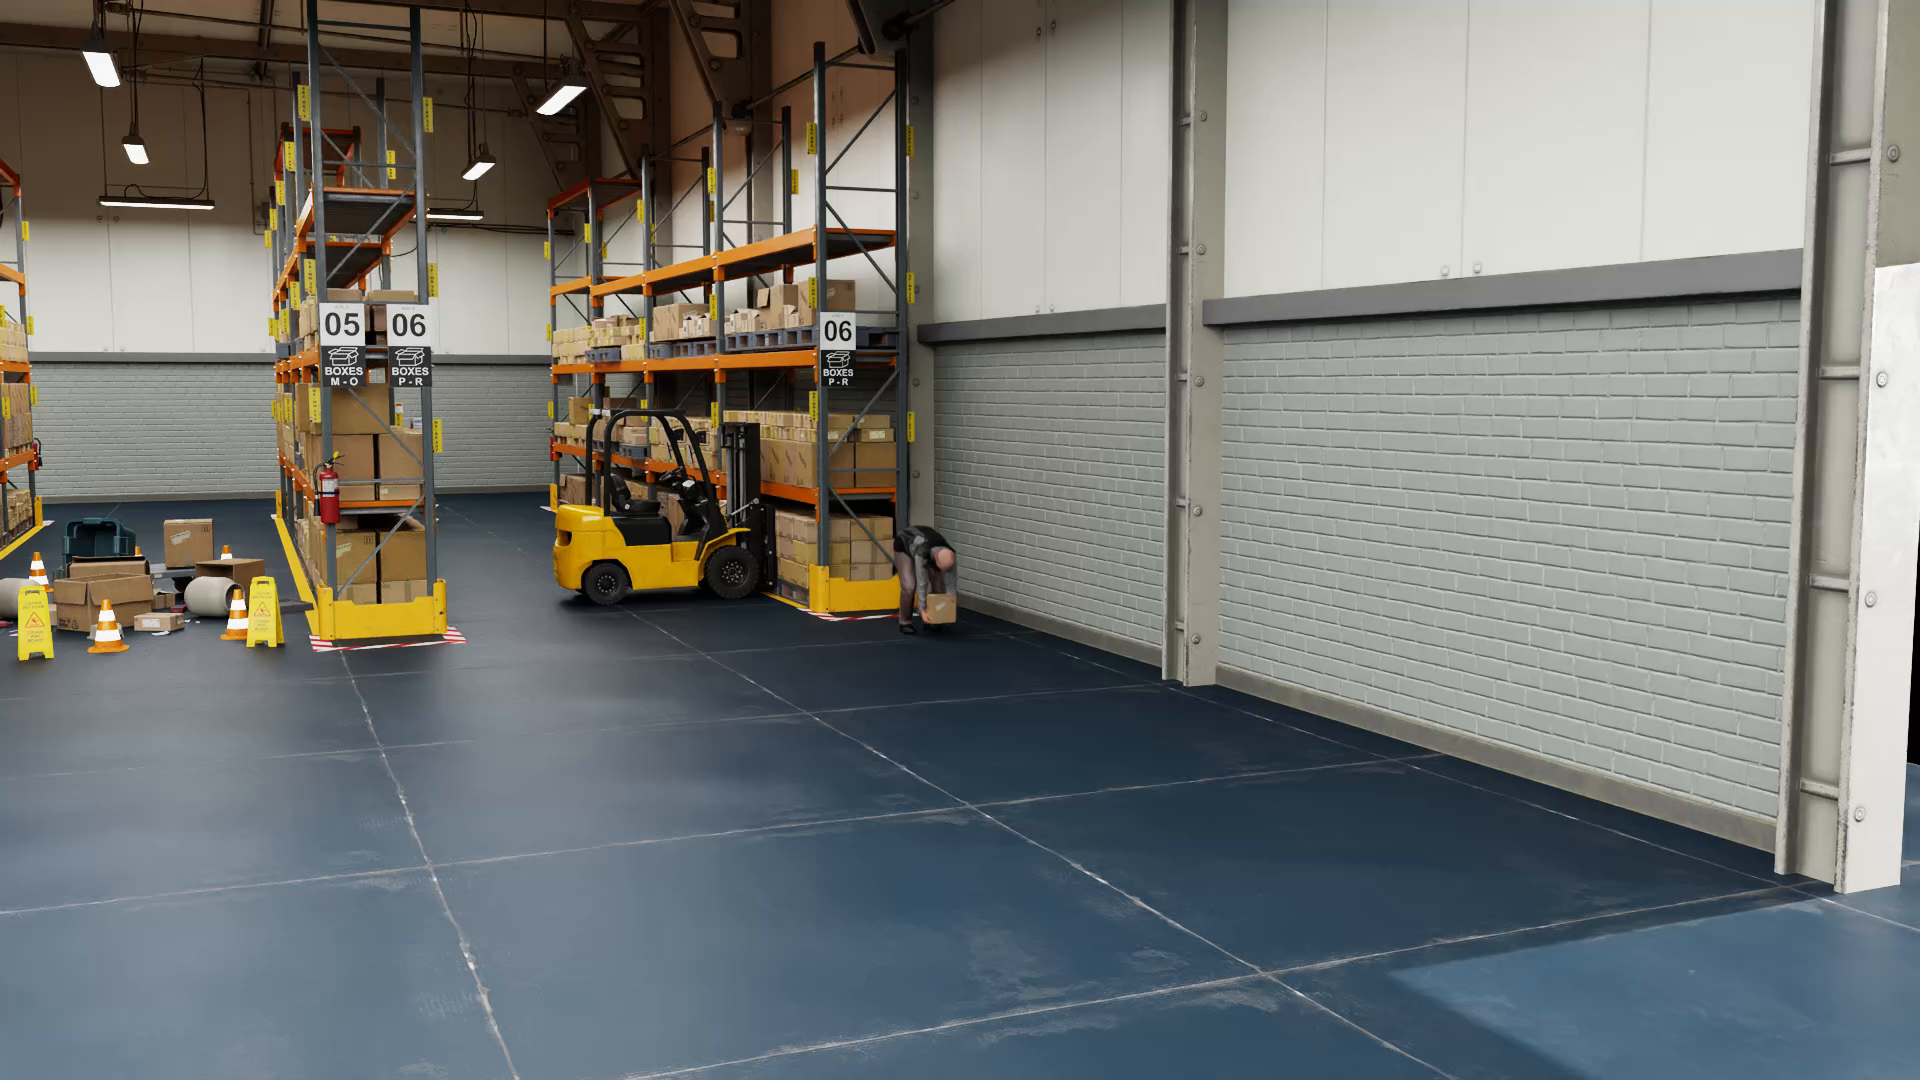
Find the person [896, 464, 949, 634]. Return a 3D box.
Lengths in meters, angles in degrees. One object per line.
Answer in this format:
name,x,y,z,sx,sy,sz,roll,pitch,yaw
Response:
person,-0.349,0.084,16.295,0.475,1.670,0.603,-2,6,-25
